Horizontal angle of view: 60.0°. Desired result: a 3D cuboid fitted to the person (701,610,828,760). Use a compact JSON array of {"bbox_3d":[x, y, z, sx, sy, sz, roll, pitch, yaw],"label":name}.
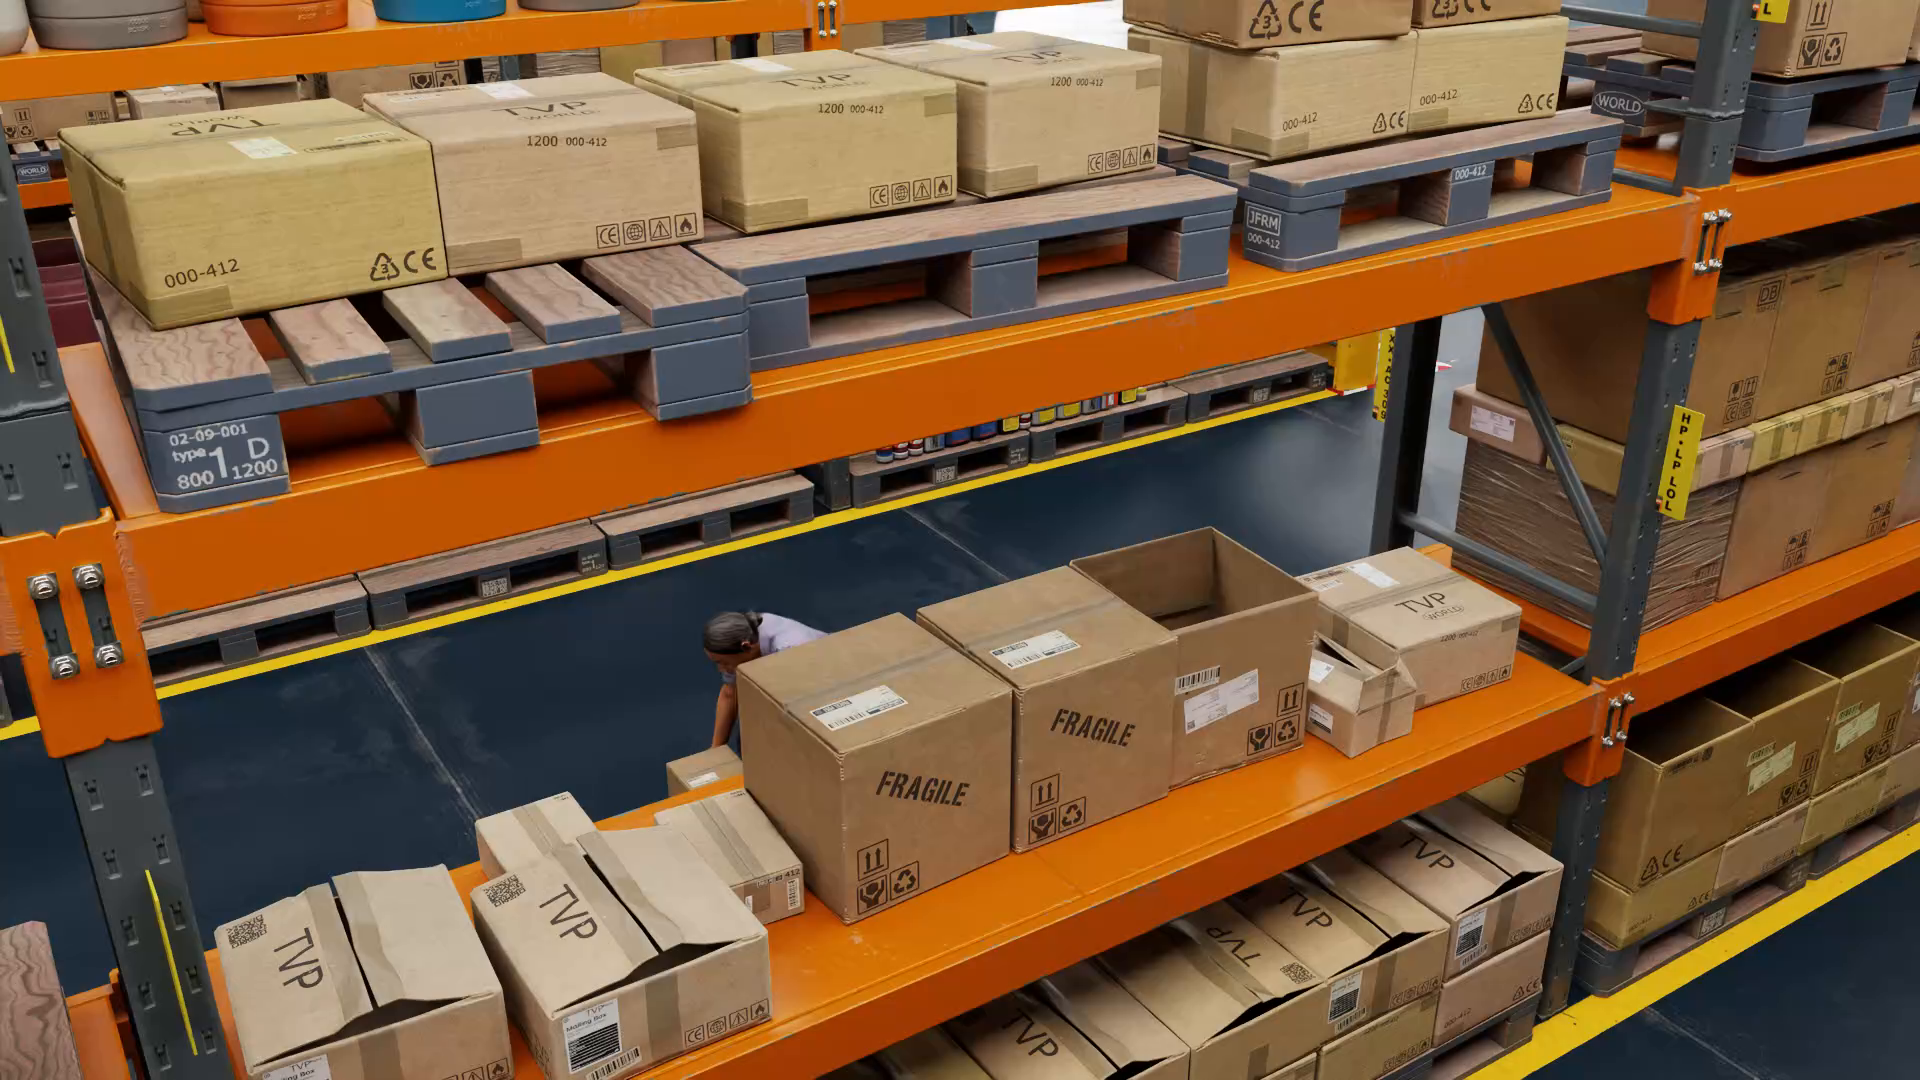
[{"bbox_3d":[-0.606,0.682,6.331,0.768,1.099,0.538,-16,29,-30],"label":"person"}]
